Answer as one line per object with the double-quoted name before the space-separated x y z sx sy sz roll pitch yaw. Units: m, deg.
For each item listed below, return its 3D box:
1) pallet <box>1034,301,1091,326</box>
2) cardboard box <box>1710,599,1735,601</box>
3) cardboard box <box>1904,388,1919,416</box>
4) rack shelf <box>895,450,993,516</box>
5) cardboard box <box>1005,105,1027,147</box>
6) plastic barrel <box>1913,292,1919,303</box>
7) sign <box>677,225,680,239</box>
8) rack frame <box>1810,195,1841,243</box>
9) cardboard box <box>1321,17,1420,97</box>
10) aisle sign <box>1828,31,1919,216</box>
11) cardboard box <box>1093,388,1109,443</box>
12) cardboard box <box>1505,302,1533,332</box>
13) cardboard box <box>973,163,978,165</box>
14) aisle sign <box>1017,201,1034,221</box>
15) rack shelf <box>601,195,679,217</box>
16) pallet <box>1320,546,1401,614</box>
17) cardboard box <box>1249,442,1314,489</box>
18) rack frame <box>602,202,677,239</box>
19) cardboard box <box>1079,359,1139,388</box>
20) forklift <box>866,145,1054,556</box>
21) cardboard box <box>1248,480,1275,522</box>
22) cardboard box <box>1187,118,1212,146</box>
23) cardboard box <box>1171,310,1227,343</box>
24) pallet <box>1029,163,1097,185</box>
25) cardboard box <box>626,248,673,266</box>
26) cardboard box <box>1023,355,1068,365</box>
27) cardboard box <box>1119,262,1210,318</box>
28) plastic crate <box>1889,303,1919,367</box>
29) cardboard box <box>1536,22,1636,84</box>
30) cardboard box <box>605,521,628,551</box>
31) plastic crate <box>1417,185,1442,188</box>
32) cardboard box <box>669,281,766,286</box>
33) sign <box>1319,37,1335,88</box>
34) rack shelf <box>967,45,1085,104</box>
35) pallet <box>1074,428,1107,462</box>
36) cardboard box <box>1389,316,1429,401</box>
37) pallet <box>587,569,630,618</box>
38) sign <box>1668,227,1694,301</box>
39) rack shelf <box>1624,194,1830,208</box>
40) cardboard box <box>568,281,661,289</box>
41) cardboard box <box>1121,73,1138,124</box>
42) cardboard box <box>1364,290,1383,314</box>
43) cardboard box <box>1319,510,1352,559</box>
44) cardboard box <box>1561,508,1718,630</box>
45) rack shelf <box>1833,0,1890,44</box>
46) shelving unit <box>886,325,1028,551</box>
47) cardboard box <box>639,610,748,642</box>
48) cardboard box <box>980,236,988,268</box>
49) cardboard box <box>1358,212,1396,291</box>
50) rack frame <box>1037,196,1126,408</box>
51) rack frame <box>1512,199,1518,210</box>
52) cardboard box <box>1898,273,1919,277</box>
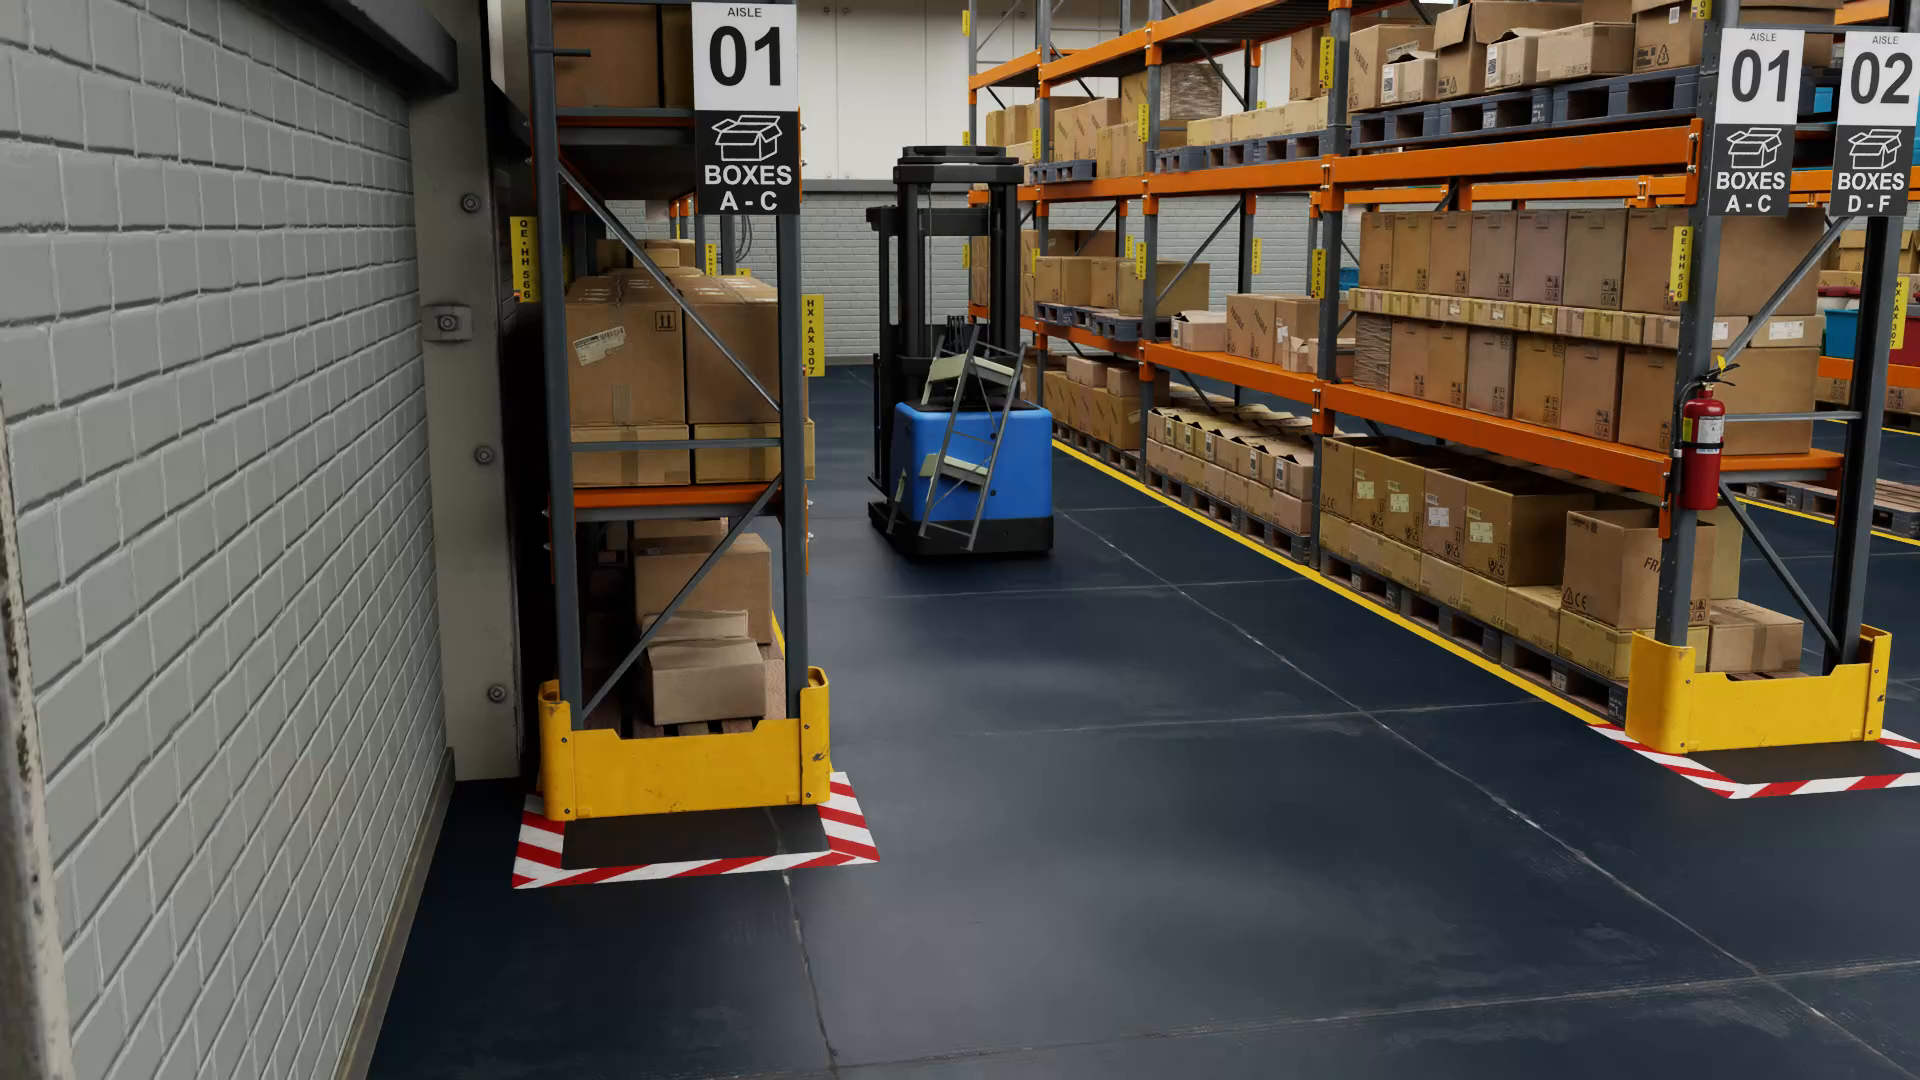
"pallet" 1.446 -2.510 18.376 1.003 0.211 1.213 -2 11 -11
"cardboard box" 3.745 0.392 8.844 0.500 0.250 0.500 -2 11 -11
"cardboard box" 11.614 -1.835 18.873 1.225 0.875 0.875 -2 11 -11
"rack shelf" -0.117 -0.395 11.747 0.431 0.370 0.720 16 -4 -20
"cardboard box" 0.958 -5.131 20.669 0.700 0.500 0.500 -2 11 -11
"plastic barrel" 7.842 -1.717 13.334 0.433 0.535 0.433 0 11 0
"sign" -3.704 -4.010 22.013 0.100 0.325 0.005 -2 11 -11
"rack frame" 11.116 -3.115 21.038 1.000 3.000 0.127 -2 11 -11
"cardboard box" 2.872 -3.377 11.666 0.500 0.500 0.500 -2 11 -10
"aisle sign" 4.045 -1.830 7.338 0.394 0.787 0.004 -2 11 -11
"cardboard box" 1.663 -1.268 16.842 0.500 0.500 0.500 -3 11 -13
"cardboard box" 3.217 -1.223 9.095 0.380 0.149 0.250 -2 11 -9
"cardboard box" 0.464 -5.030 22.146 0.500 0.250 0.500 -2 11 -11
"aisle sign" 0.907 -4.789 22.885 0.394 0.787 0.004 -2 11 -11
"rack shelf" -3.850 -4.061 19.913 1.077 0.370 4.000 -2 11 -11
"pallet" 3.067 0.229 10.927 1.003 0.211 1.213 -2 11 -11
"cardboard box" 2.486 -0.578 12.441 0.500 0.311 0.500 -2 11 -9
"rack frame" -4.239 -3.308 22.054 1.000 3.000 0.127 -2 11 -11
"cardboard box" 1.545 -1.739 17.312 0.500 0.250 0.500 -2 11 -12
"forklift" -0.127 -1.555 13.028 1.130 2.935 3.031 -2 11 -11
"cardboard box" 2.492 -0.302 12.490 0.500 0.250 0.500 -2 11 -12
"cardboard box" 2.319 -3.546 14.563 0.500 0.250 0.500 -3 11 -15
"cardboard box" 2.204 -1.909 14.944 0.500 0.311 0.500 -1 11 -7
"pallet" 1.456 -4.014 18.244 1.213 0.211 1.003 -2 11 -11
"cardboard box" -2.586 -2.362 13.907 0.380 0.149 0.250 -4 11 -18
"cardboard box" 1.027 -2.089 21.151 0.797 0.503 0.637 -2 11 -11
"cardboard box" 1.943 -2.388 15.831 0.700 0.500 0.500 -6 12 -30
"plastic crate" 7.419 -1.576 12.785 0.402 0.464 0.583 -2 11 -11
"cardboard box" 3.249 -2.431 8.326 0.500 0.250 0.500 -2 11 -11
"cardboard box" -2.064 -0.230 11.389 0.700 0.500 0.500 -2 11 -9
"plastic crate" 5.878 -4.371 20.182 0.450 0.188 0.662 -2 11 -11
"cardboard box" -1.319 -1.152 9.069 0.500 0.500 0.500 -2 11 -13
"sign" 2.423 -3.148 10.969 0.100 0.325 0.005 -2 11 -11
"rack shelf" 1.009 -5.714 20.583 1.077 0.370 4.000 -2 11 -11
"pallet" 1.834 -1.013 17.455 1.003 0.211 1.213 -2 11 -11
"cardboard box" 3.155 -1.159 10.498 0.700 0.500 0.500 -2 11 -12
"pallet" -1.739 0.385 10.111 1.003 0.211 1.213 -2 11 -11
"sign" 3.197 -1.222 7.365 0.100 0.325 0.005 -2 11 -11
"rack shelf" 10.727 -4.602 22.752 1.077 0.370 4.000 -2 11 -11
"cardboard box" -1.830 -1.131 8.959 0.500 0.500 0.500 -2 11 -9
"cardboard box" 1.899 -4.303 16.316 0.500 0.500 0.500 -2 11 -11
"cardboard box" 2.865 -1.553 10.833 0.380 0.149 0.250 -2 11 -10
"cardboard box" 2.746 -0.047 11.153 0.500 0.250 0.500 -2 11 -11
"cardboard box" 3.335 0.134 8.194 0.500 0.500 0.500 -2 11 -11
"rack shelf" 7.424 -4.231 13.854 1.077 0.370 4.000 -2 11 -11
"shelving unit" -0.033 -0.709 11.767 0.431 1.500 0.755 16 -4 -20
"cardboard box" -1.284 0.497 8.079 0.500 0.311 0.500 -1 11 -6
"cardboard box" 0.556 -3.842 21.921 0.500 0.500 0.500 -2 11 -10
"cardboard box" 3.046 -1.893 10.883 0.700 0.500 0.500 -2 11 -11
"rack frame" 1.398 -2.755 19.149 1.000 3.000 0.127 -2 11 -11
"rack frame" 6.257 -2.935 20.092 1.000 3.000 0.127 -2 11 -11
"cardboard box" 11.155 -2.886 19.571 0.500 0.500 0.500 -2 11 -12
